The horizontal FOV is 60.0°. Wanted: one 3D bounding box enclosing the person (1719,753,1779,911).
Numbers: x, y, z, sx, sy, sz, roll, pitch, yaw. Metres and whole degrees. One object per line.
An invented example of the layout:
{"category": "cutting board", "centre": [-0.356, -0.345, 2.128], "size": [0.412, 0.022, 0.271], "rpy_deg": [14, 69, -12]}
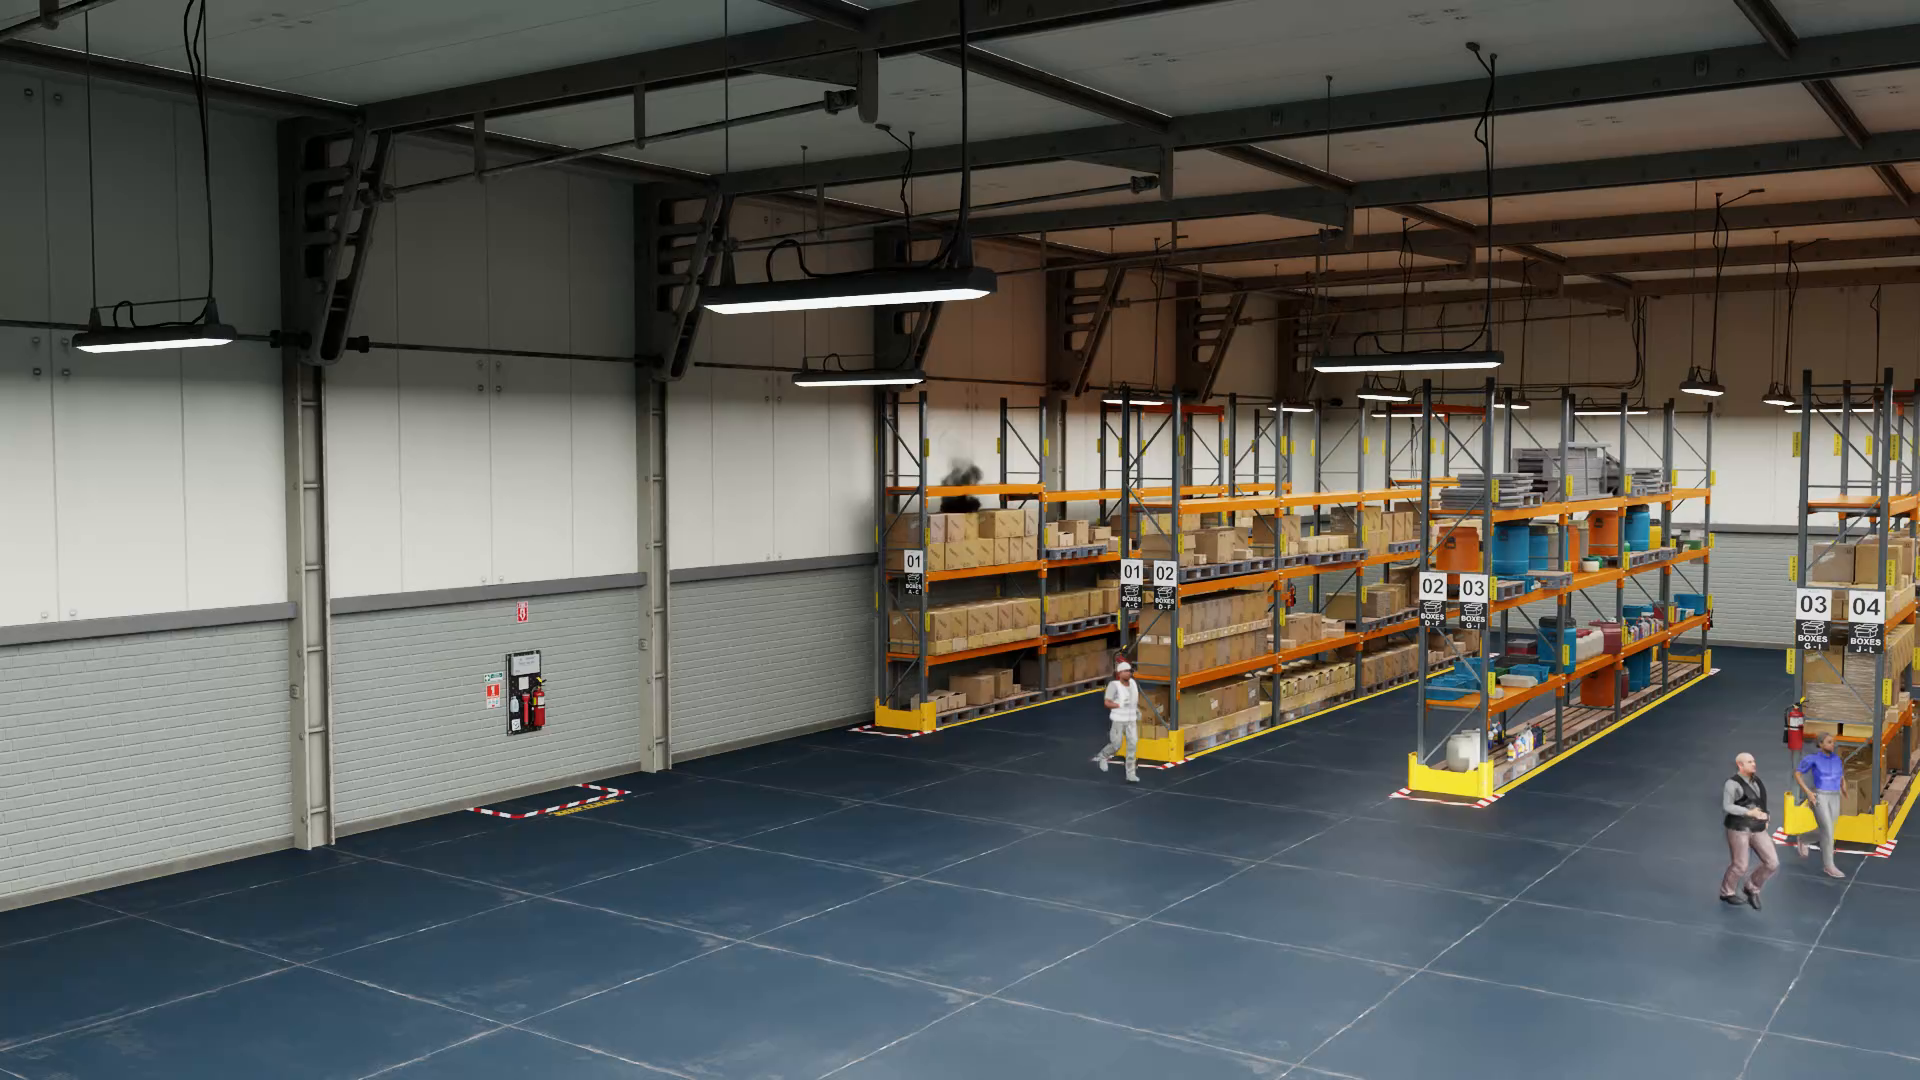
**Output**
{"category": "person", "centre": [8.510, 3.156, 17.938], "size": [0.633, 1.725, 0.705], "rpy_deg": [-1, 3, -20]}

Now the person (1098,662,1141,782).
{"category": "person", "centre": [2.437, 2.713, 25.011], "size": [0.705, 1.766, 0.938], "rpy_deg": [-2, 4, -29]}

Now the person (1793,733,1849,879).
{"category": "person", "centre": [10.218, 3.100, 19.687], "size": [0.600, 1.645, 0.819], "rpy_deg": [-1, 3, -12]}
